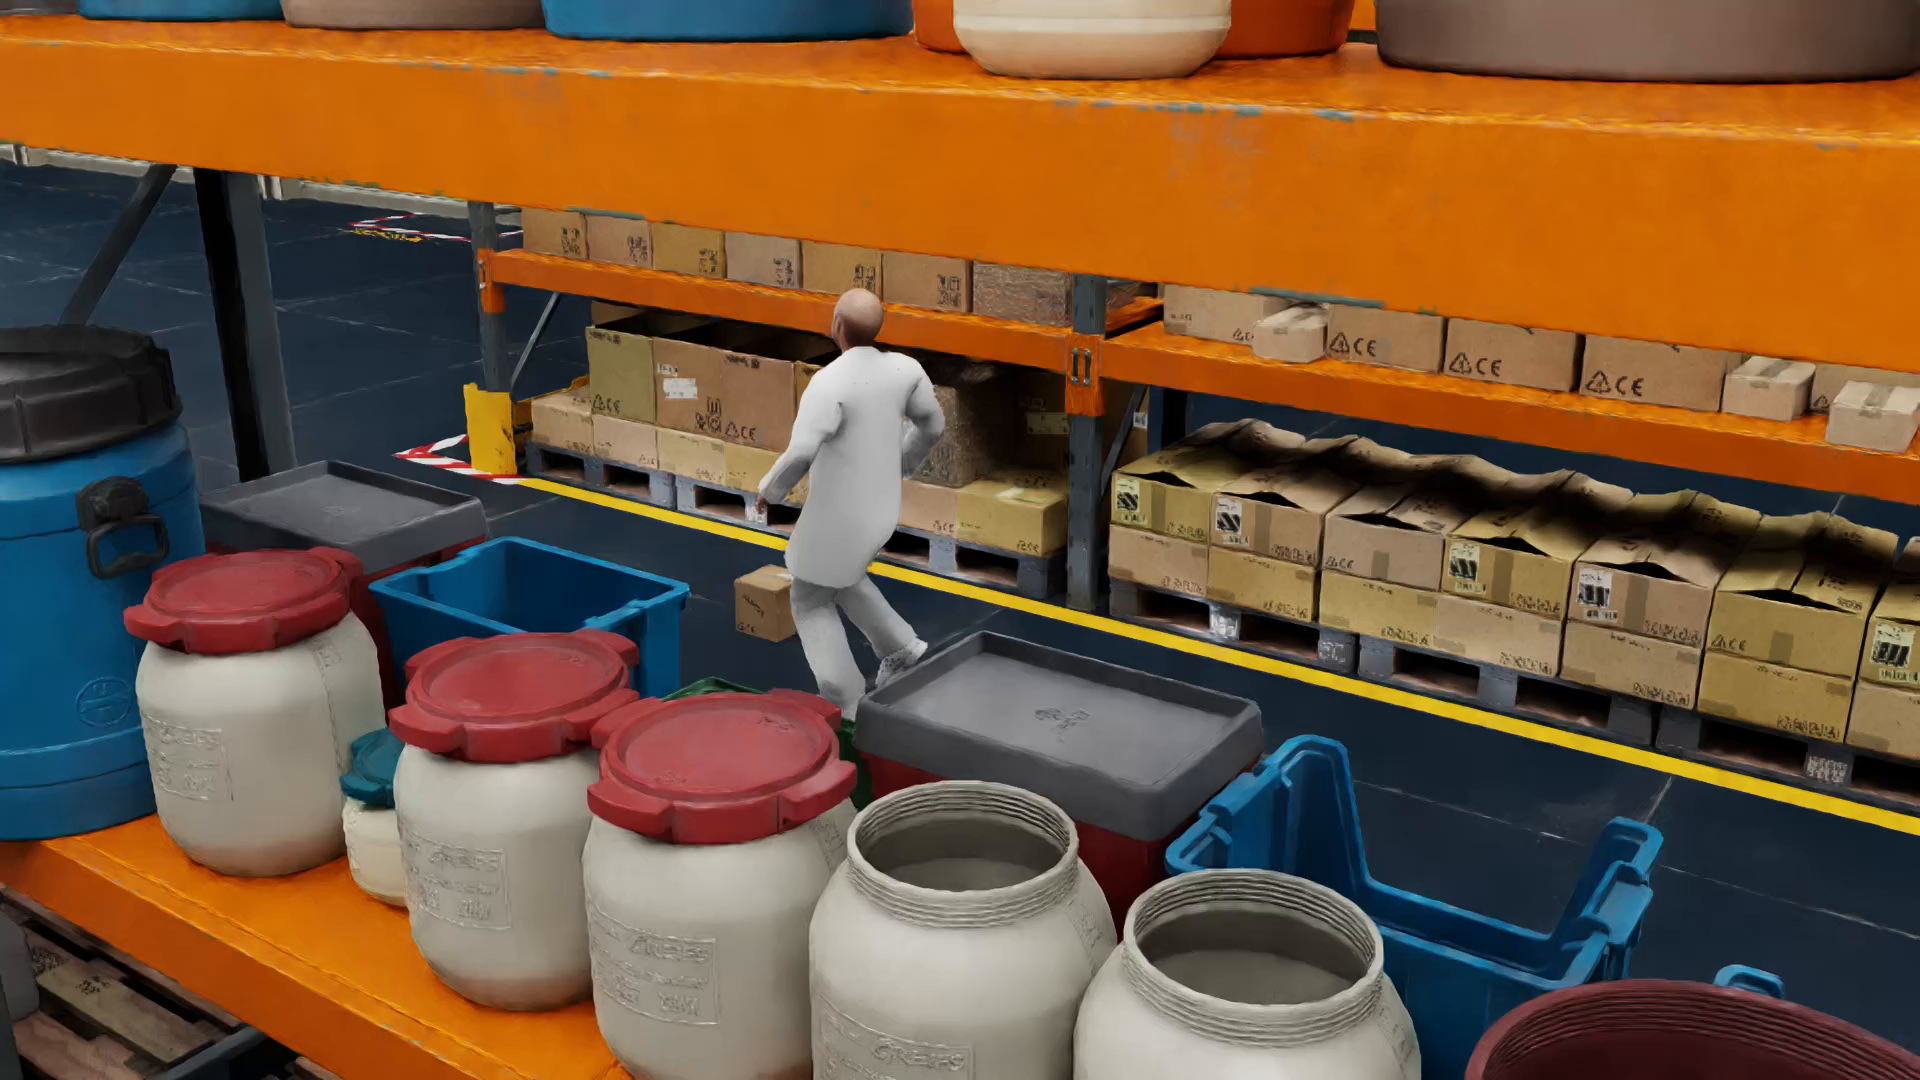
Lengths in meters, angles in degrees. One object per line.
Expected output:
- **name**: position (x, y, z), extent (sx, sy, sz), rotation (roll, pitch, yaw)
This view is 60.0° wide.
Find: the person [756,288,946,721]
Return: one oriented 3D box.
- **person**: position (-0.461, -0.097, 6.467), extent (0.502, 1.714, 0.786), rotation (13, 23, 33)
